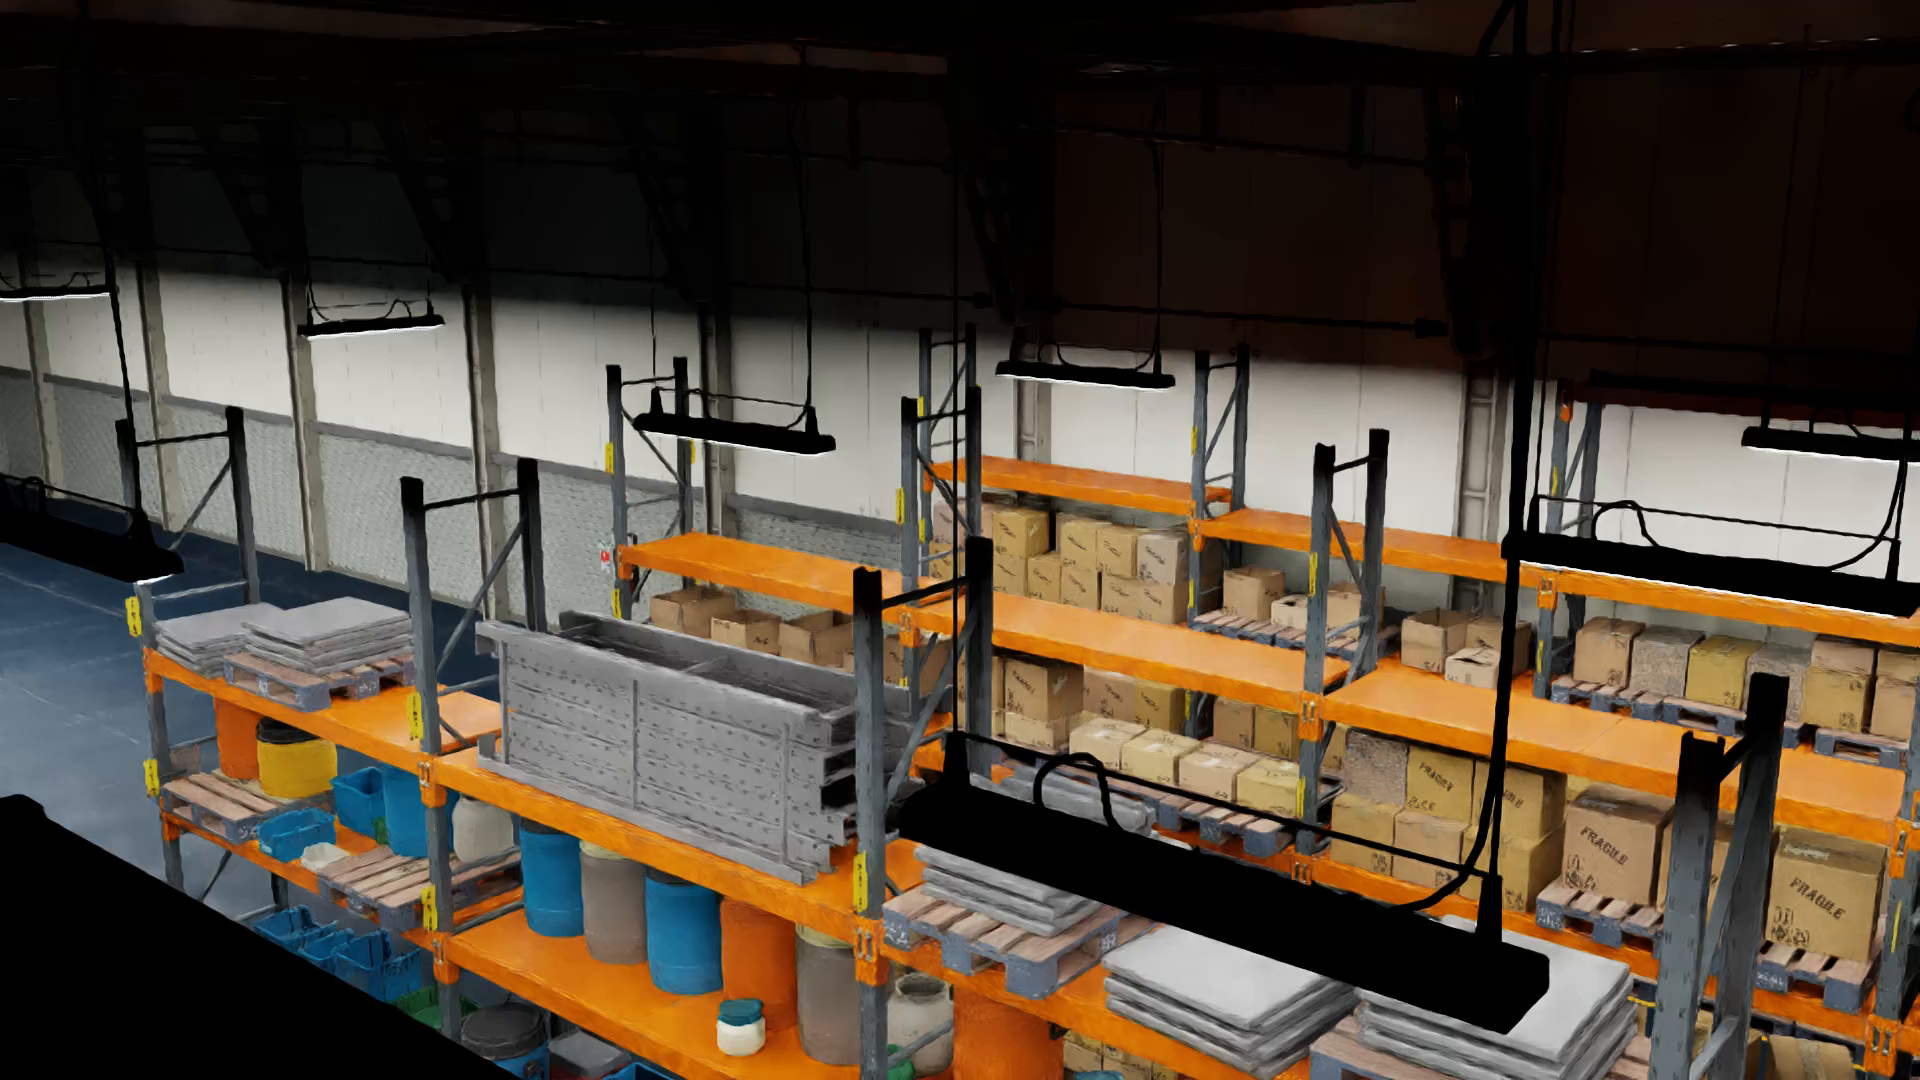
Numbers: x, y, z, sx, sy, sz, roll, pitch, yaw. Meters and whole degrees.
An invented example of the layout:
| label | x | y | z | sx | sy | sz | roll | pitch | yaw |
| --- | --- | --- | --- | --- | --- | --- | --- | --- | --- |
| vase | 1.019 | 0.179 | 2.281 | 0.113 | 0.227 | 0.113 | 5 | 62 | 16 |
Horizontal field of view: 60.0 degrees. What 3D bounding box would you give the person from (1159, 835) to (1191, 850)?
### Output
| label | x | y | z | sx | sy | sz | roll | pitch | yaw |
| --- | --- | --- | --- | --- | --- | --- | --- | --- | --- |
| person | 2.220 | 3.279 | 17.774 | 1.102 | 1.715 | 0.580 | 7 | 15 | 30 |
